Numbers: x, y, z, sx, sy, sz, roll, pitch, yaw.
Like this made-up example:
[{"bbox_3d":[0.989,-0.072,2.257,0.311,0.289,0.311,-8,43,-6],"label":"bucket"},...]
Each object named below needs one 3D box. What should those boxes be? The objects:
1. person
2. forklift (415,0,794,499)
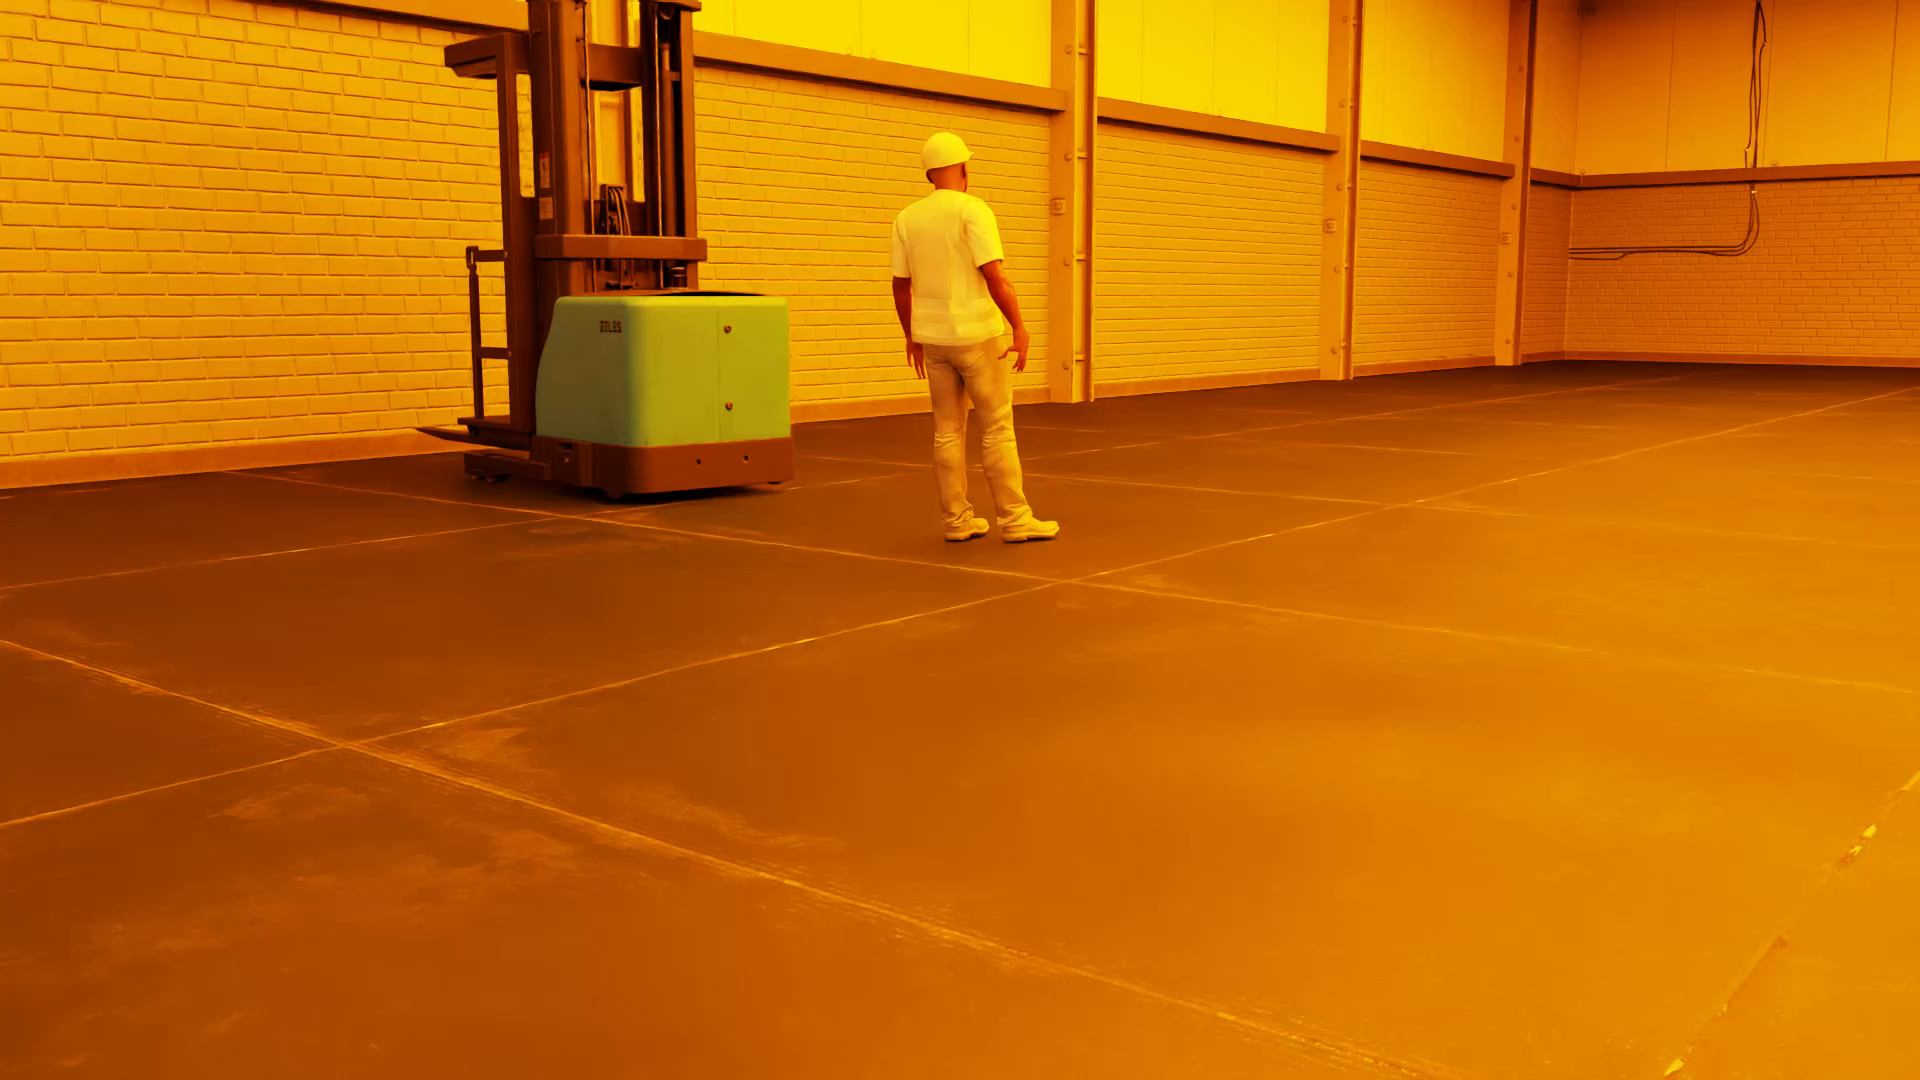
[{"bbox_3d":[0.048,-0.888,7.327,0.666,1.768,0.575,7,11,38],"label":"person"},{"bbox_3d":[-2.280,-1.824,9.750,1.130,2.935,3.031,-7,11,-42],"label":"forklift"}]
